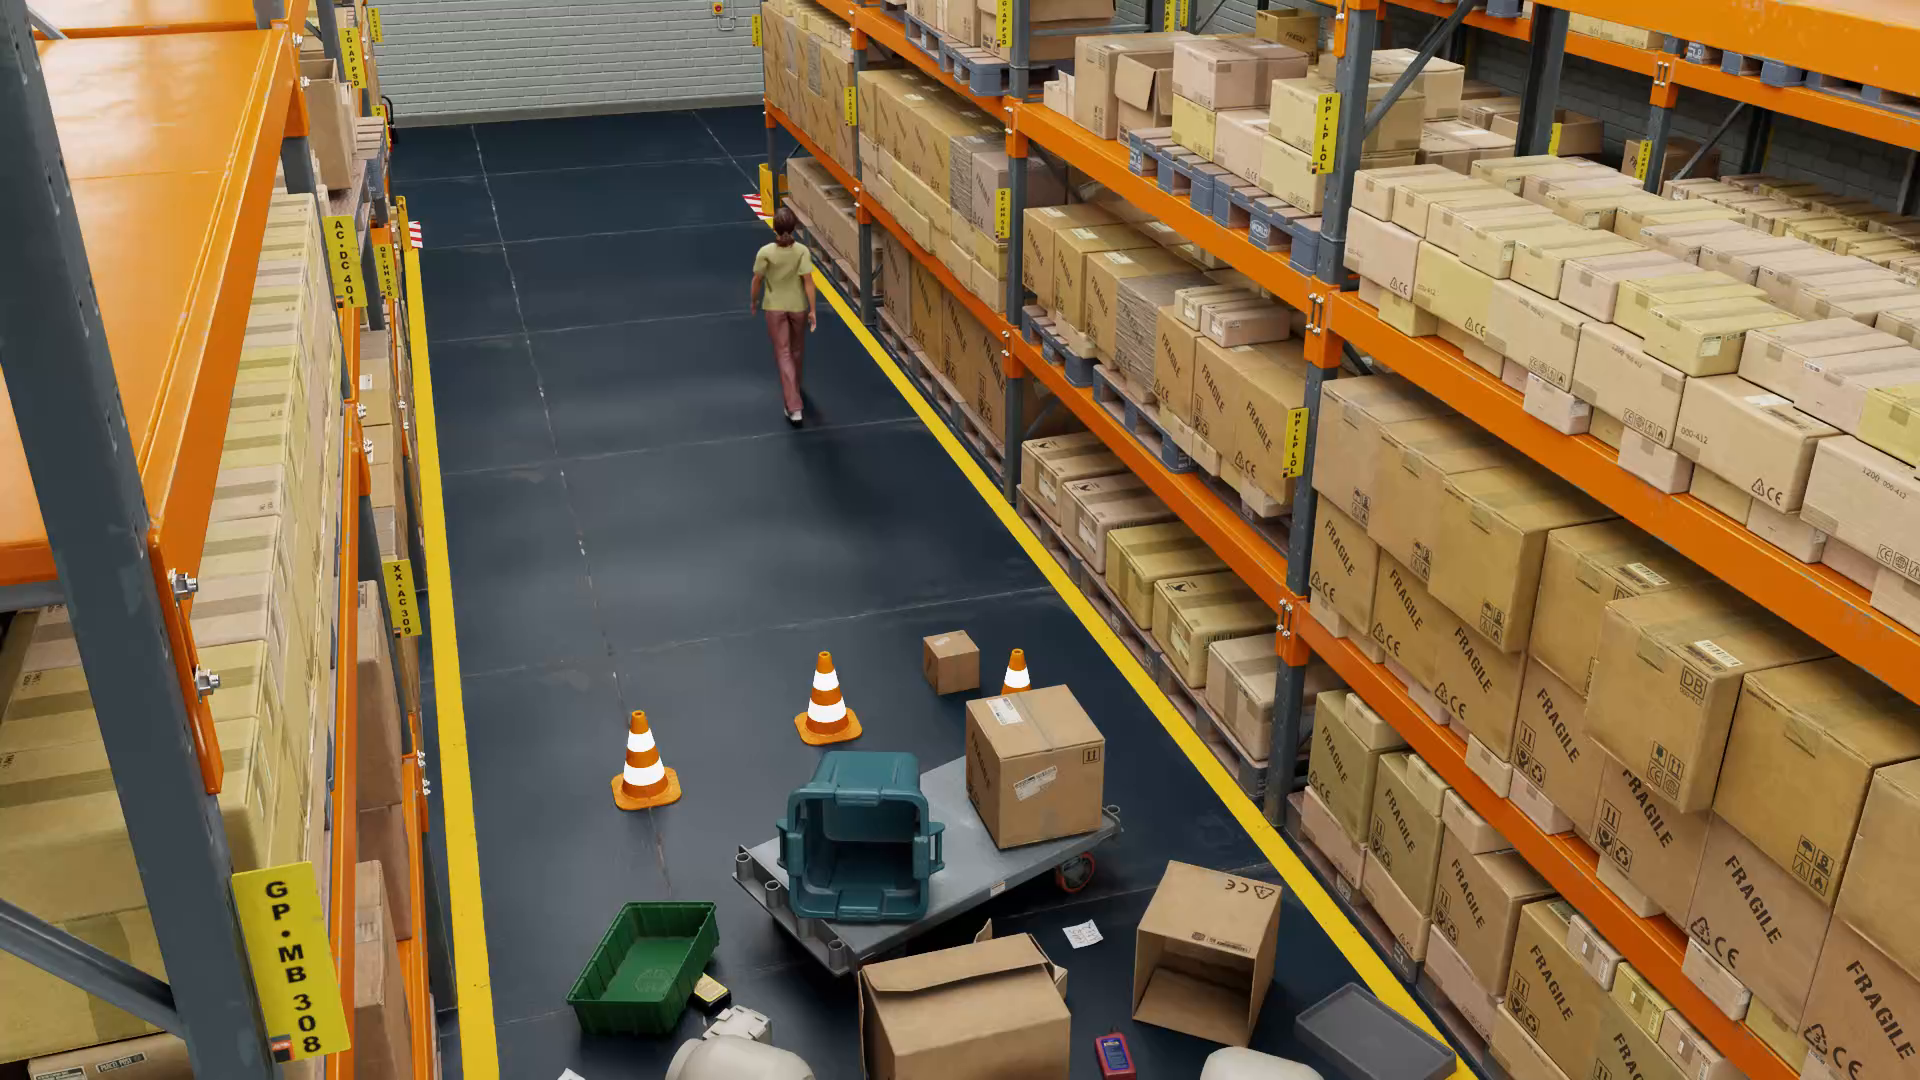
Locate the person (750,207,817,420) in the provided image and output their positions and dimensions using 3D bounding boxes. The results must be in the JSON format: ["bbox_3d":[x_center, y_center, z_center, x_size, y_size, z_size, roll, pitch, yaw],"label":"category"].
[{"bbox_3d":[-1.399,-1.833,13.016,0.468,1.614,0.987,-8,28,-16],"label":"person"}]
